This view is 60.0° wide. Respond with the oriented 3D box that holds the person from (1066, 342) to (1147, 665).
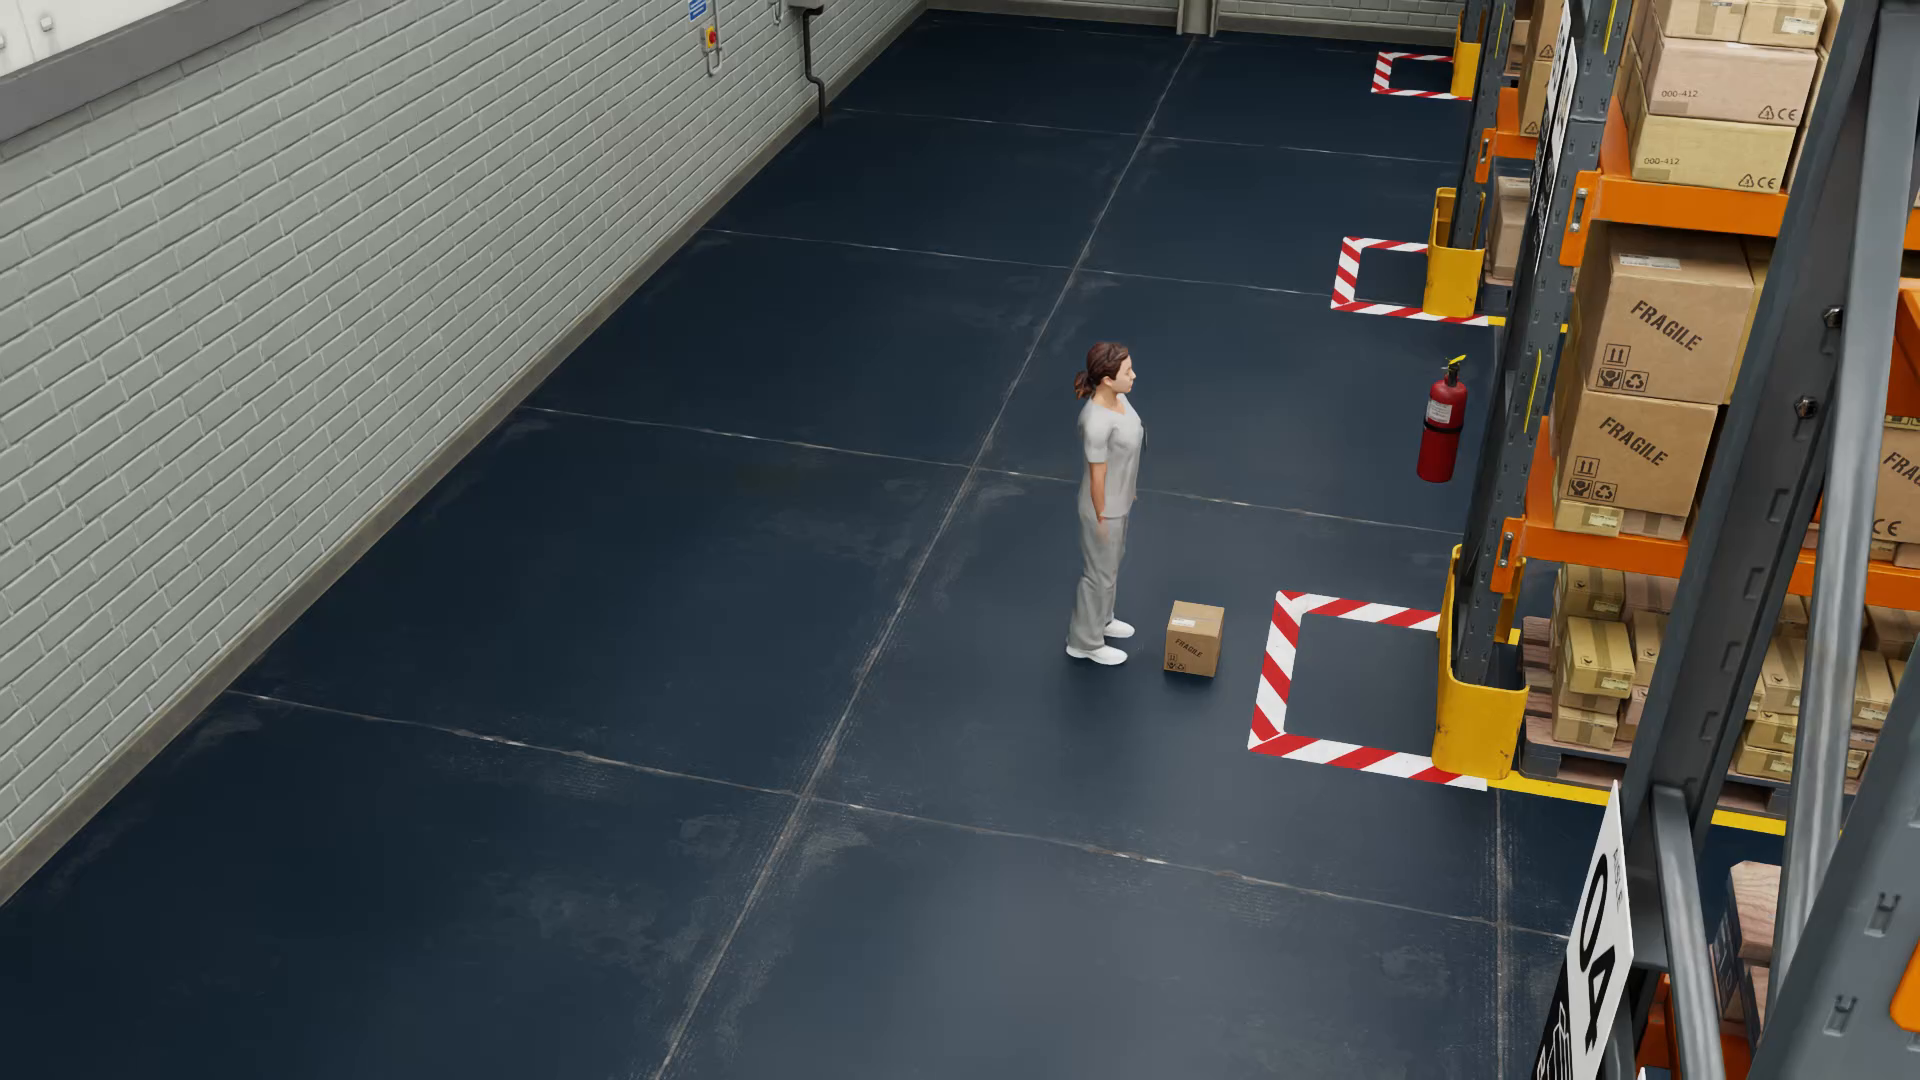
[{"bbox_3d":[0.689,-0.179,7.946,0.359,1.677,0.437,9,34,14],"label":"person"}]
